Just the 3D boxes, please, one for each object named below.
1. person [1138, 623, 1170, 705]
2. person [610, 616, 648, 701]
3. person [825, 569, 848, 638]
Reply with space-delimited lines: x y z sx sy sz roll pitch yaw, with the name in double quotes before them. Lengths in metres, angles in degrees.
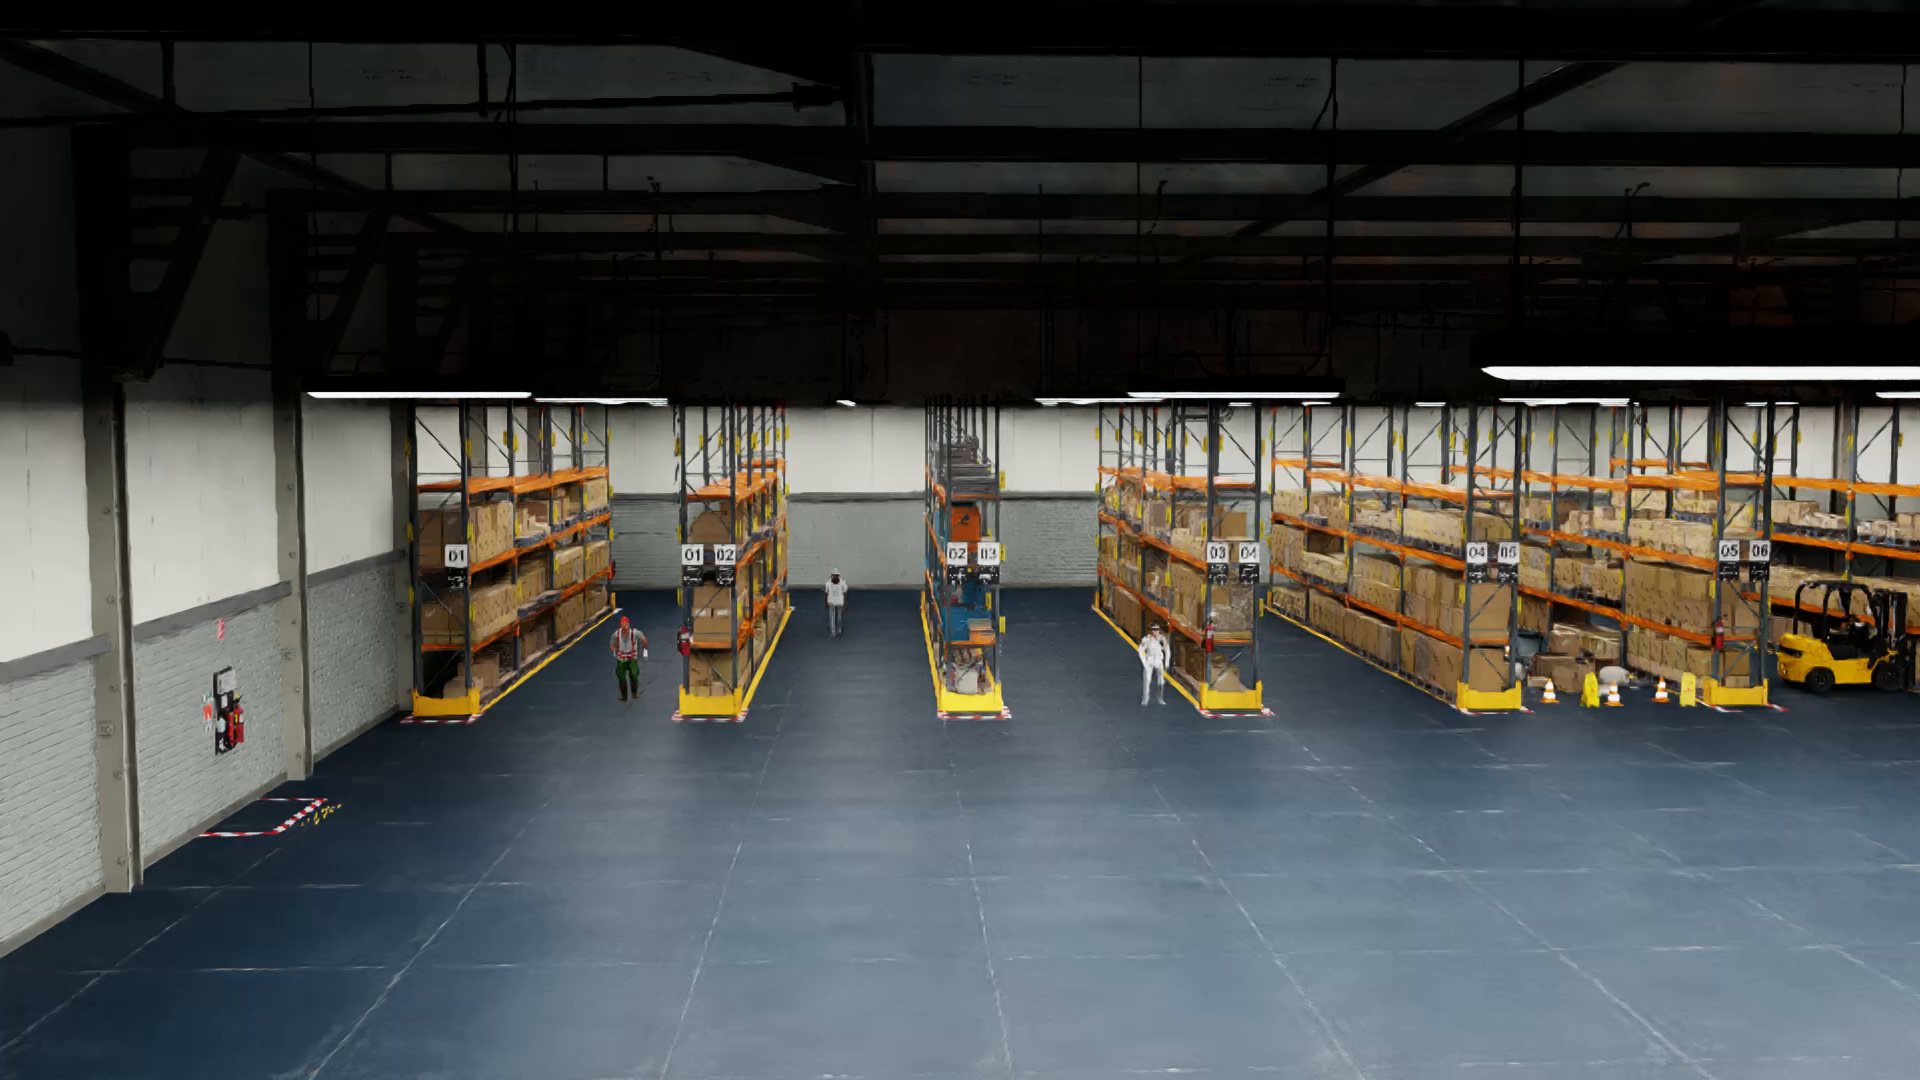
"person" 3.750 2.382 32.111 0.634 1.629 0.512 0 5 2
"person" -6.465 2.321 32.381 0.688 1.712 0.782 0 5 2
"person" -3.100 1.570 41.757 0.589 1.716 1.043 0 5 -4
